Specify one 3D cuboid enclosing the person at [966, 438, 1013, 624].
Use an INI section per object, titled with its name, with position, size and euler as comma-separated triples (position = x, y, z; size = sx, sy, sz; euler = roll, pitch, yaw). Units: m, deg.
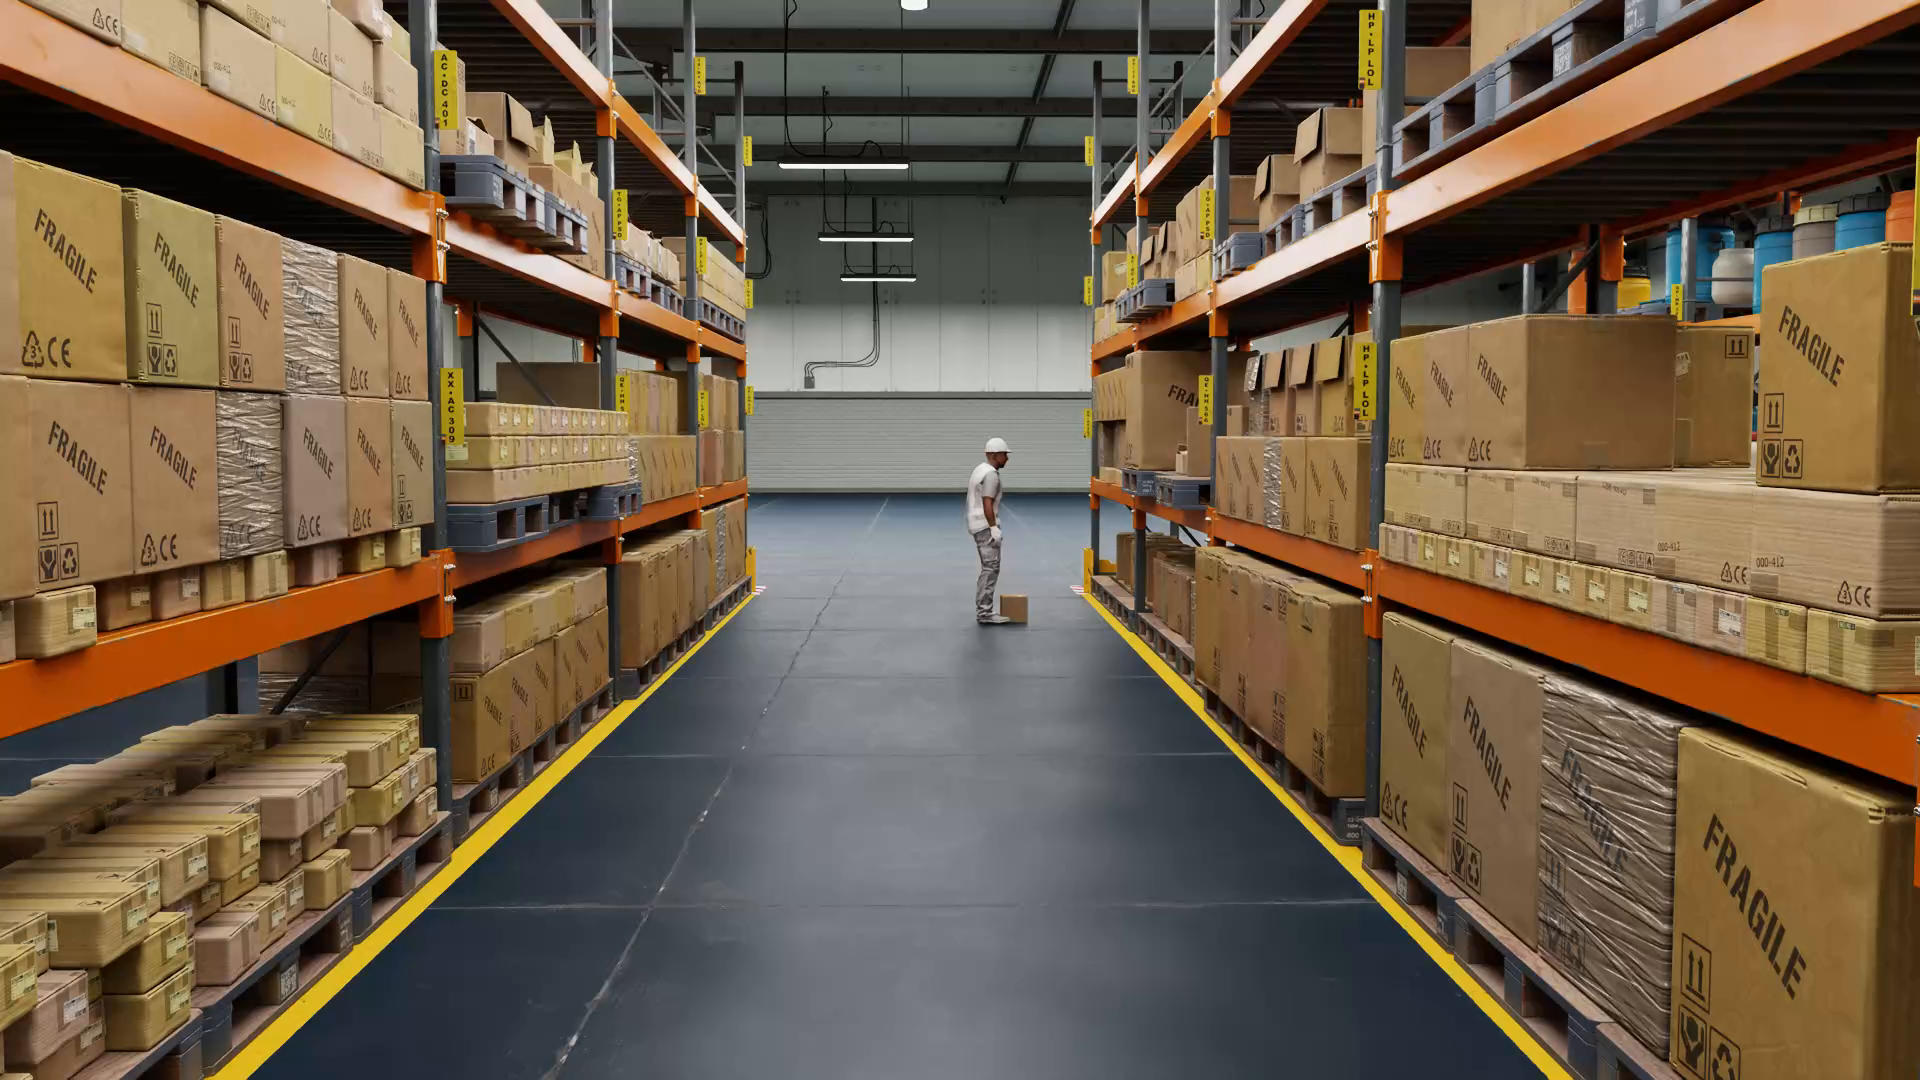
[person]
position = 0.290, -0.096, 16.093
size = 0.452, 1.773, 0.625
euler = 0, 4, -5
